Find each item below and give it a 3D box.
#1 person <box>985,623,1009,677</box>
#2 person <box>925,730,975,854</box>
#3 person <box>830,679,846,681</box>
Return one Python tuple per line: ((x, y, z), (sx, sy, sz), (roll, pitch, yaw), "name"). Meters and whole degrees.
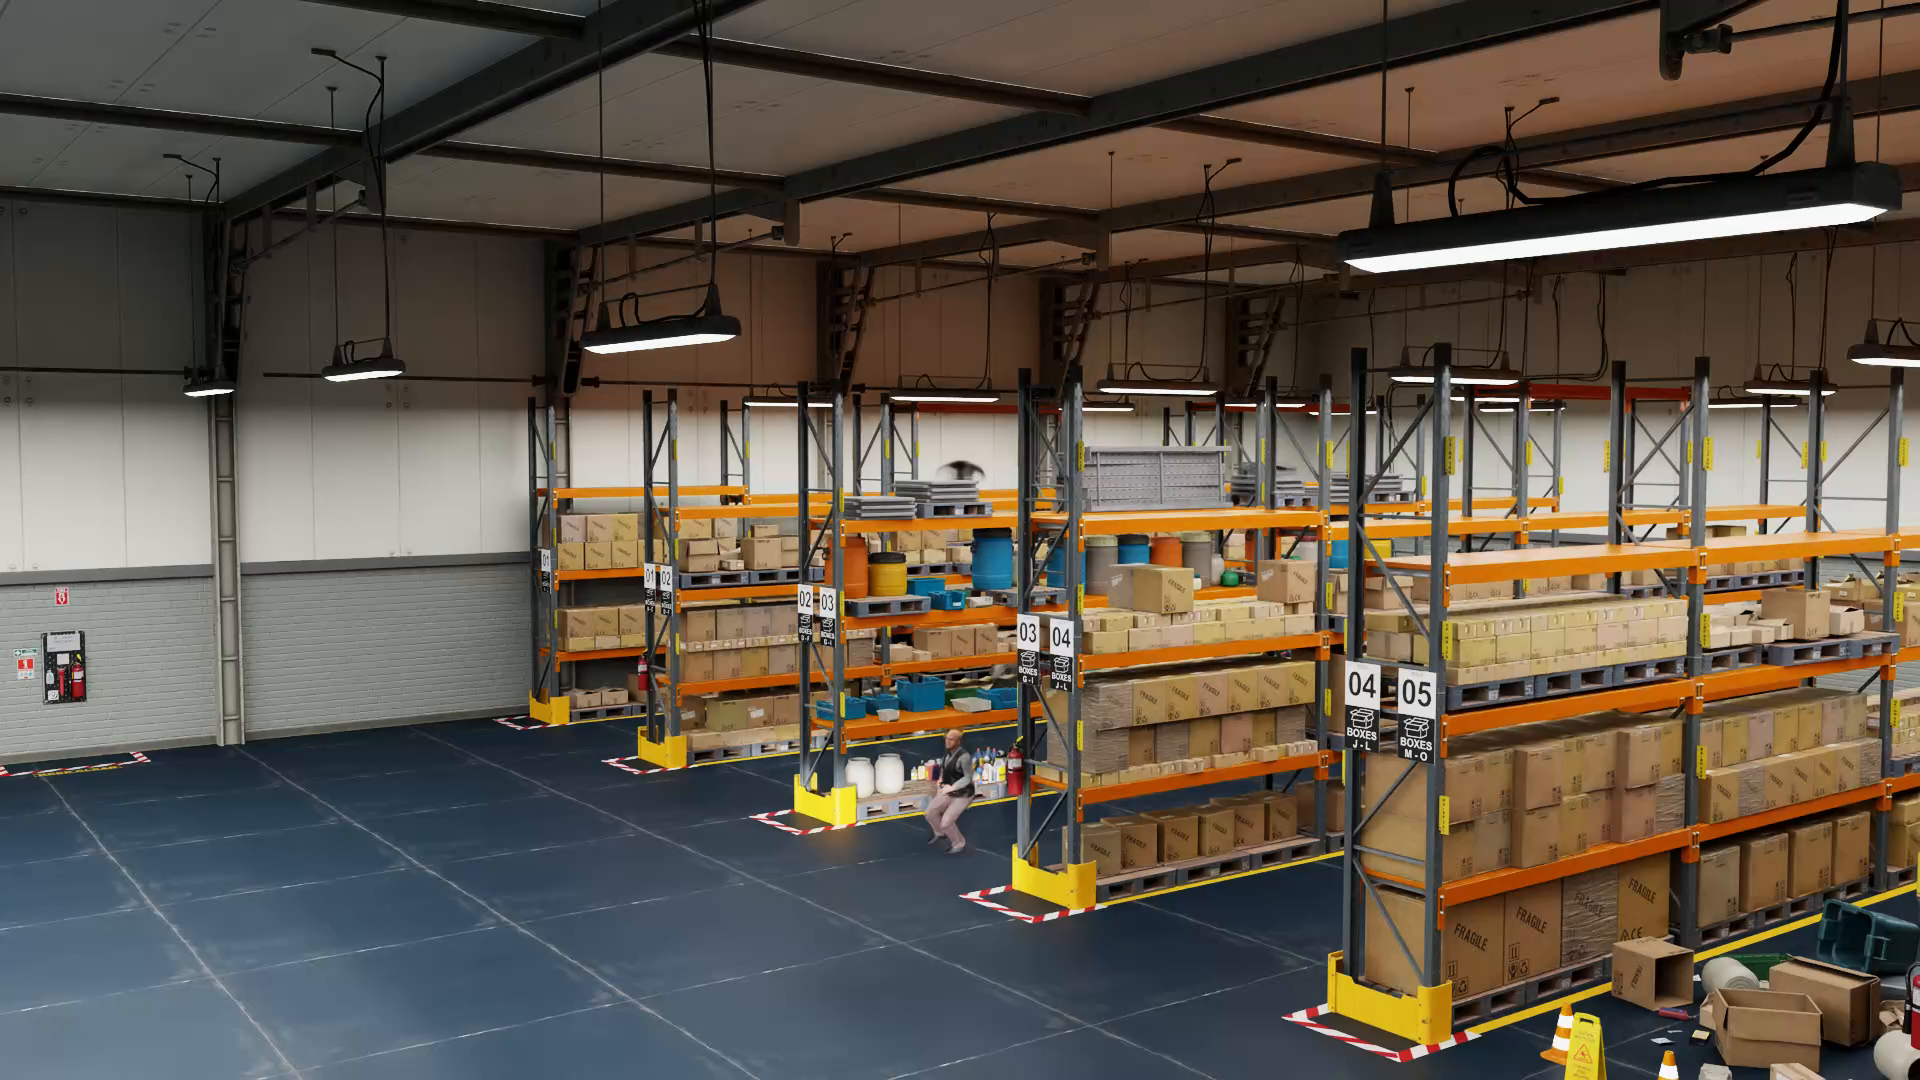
((0.749, 2.423, 32.825), (0.821, 1.612, 0.700), (-2, 4, -33), "person")
((-0.140, 3.154, 20.708), (0.609, 1.636, 0.881), (-3, 4, -39), "person")
((-2.289, 2.542, 31.405), (1.009, 1.509, 0.612), (-1, 4, -23), "person")
